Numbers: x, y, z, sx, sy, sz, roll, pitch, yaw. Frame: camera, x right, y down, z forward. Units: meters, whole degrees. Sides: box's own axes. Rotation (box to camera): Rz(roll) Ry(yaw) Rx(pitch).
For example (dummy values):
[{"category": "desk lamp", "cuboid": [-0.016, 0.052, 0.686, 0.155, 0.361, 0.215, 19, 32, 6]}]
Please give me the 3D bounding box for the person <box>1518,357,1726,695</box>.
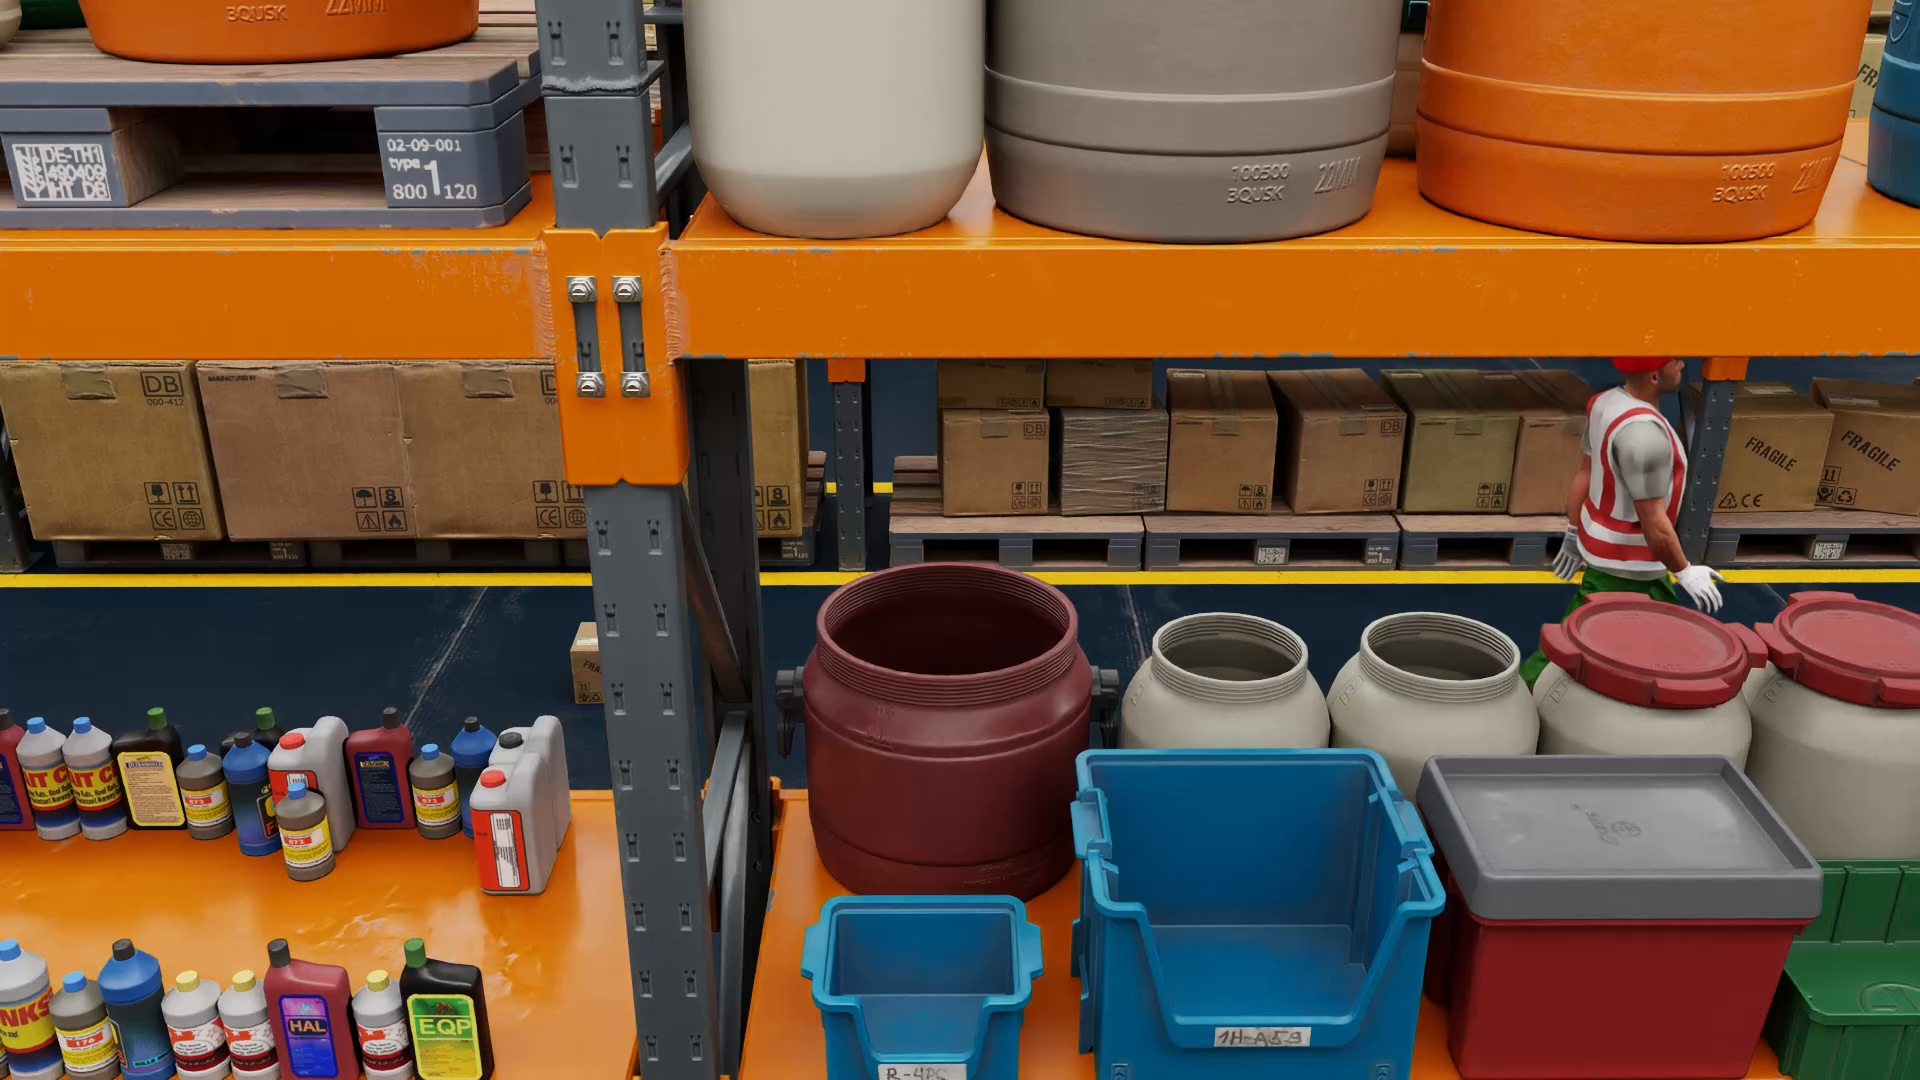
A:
[{"category": "person", "cuboid": [2.451, 0.059, 5.928, 1.034, 1.736, 0.536, 5, 24, 12]}]
